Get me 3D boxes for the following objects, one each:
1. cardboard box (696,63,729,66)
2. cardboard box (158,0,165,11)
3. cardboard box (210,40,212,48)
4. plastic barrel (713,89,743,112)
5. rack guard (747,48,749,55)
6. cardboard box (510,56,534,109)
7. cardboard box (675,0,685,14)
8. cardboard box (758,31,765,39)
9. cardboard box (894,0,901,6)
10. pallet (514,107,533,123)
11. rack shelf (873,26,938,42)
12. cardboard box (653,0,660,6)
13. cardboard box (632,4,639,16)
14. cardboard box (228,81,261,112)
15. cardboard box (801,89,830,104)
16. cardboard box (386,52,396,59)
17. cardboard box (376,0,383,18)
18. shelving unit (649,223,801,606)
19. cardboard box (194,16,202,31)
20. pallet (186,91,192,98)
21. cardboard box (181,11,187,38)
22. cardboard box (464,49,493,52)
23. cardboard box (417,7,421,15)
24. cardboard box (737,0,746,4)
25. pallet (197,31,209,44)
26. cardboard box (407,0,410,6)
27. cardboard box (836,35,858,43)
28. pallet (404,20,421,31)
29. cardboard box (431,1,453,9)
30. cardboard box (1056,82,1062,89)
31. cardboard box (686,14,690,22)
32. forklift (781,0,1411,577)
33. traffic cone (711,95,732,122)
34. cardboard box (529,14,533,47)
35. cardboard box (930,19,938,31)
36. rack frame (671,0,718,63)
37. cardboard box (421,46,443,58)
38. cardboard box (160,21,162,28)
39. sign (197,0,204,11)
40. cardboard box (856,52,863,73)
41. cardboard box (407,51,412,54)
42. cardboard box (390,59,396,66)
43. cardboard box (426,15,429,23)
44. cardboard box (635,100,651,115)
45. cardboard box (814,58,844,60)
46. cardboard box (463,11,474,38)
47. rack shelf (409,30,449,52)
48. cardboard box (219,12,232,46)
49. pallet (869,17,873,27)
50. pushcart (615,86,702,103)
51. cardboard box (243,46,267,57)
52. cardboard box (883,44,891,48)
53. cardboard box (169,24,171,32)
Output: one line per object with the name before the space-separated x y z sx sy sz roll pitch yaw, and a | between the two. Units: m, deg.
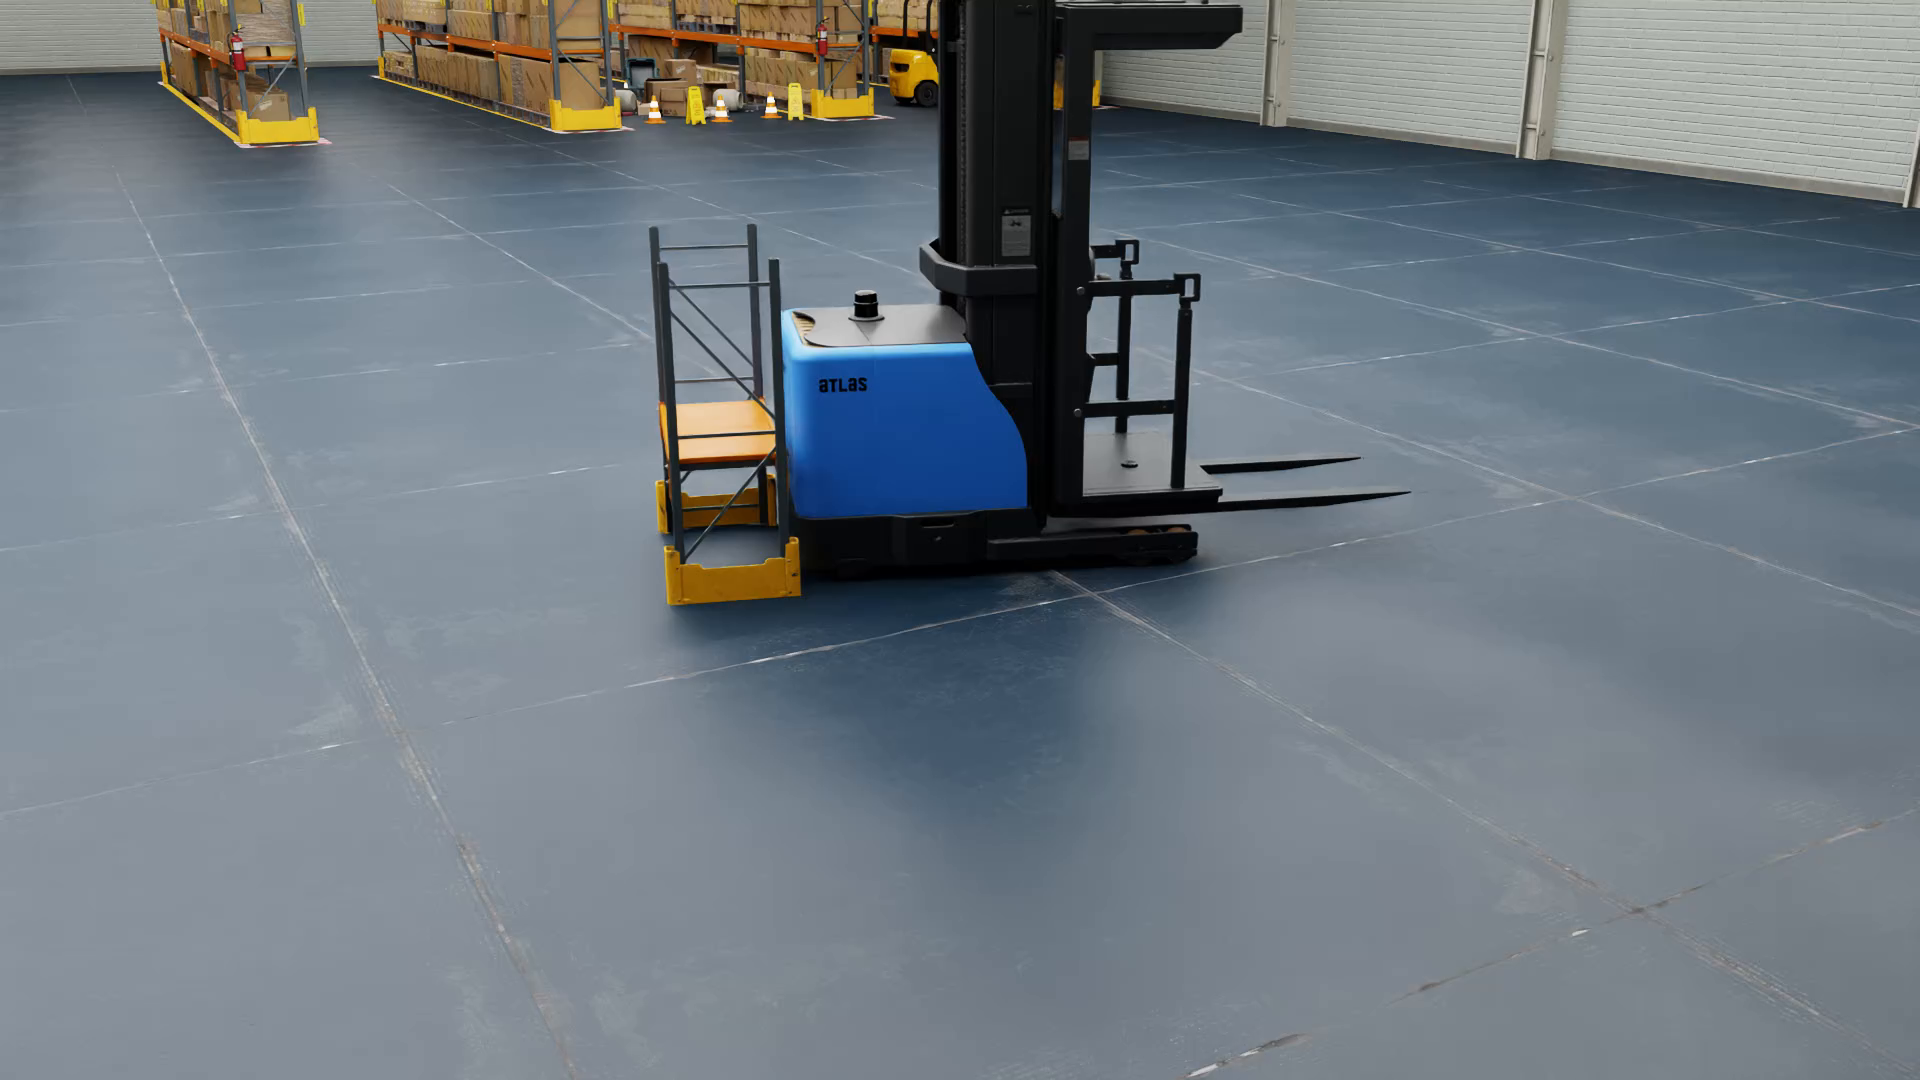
cardboard box | -5.693 -10.420 37.115 0.950 0.372 0.625 -12 22 -30
cardboard box | -17.994 -12.342 37.925 0.500 0.500 0.500 -11 22 -28
cardboard box | -12.938 -8.717 29.180 0.380 0.149 0.250 -10 21 -27
plastic barrel | -4.467 -8.471 32.033 0.512 0.421 0.421 4 19 11
rack guard | -5.349 -13.490 46.460 1.175 0.500 0.348 -10 21 -27
cardboard box | -7.693 -8.428 30.571 0.875 0.875 0.875 -10 21 -26
cardboard box | -5.943 -11.849 36.618 0.500 0.500 0.500 -11 22 -28
cardboard box | -3.781 -10.008 32.921 0.380 0.149 0.250 -9 21 -25
cardboard box | -1.287 -12.395 38.305 0.380 0.149 0.250 -10 21 -26
pallet | -7.486 -7.784 30.366 1.003 0.211 1.213 -10 21 -27
rack shelf | -0.637 -11.483 37.914 1.077 0.370 4.000 -10 21 -27
cardboard box | -6.680 -12.401 37.786 0.500 0.500 0.500 -10 21 -26
cardboard box | -7.403 -12.477 39.154 0.500 0.250 0.500 -10 21 -26
cardboard box | -12.620 -7.840 29.442 0.500 0.500 0.500 -11 22 -28
cardboard box | -2.786 -8.427 31.526 0.500 0.250 0.500 -10 21 -27
cardboard box | -13.867 -11.905 40.847 0.380 0.149 0.250 -10 21 -27
cardboard box | -14.090 -13.144 41.016 0.500 0.500 0.500 -9 21 -24
shelving unit | -1.106 -0.612 7.605 0.587 1.500 1.083 -4 19 -11
cardboard box | -14.081 -9.703 31.239 0.500 0.250 0.500 -11 22 -28
pallet | -16.141 -9.713 35.955 1.003 0.211 1.213 -10 21 -27
cardboard box | -15.358 -10.387 33.481 0.500 0.500 0.500 -10 22 -27
cardboard box | -10.376 -10.439 35.822 0.500 0.250 0.500 -11 22 -29
cardboard box | -11.634 -11.567 36.340 0.380 0.149 0.250 -10 22 -28
cardboard box | -4.035 -10.980 33.210 0.700 0.500 0.500 -10 22 -27
pallet | -13.698 -9.440 31.184 1.003 0.211 1.213 -10 21 -27
cardboard box | -12.121 -12.004 37.149 0.380 0.149 0.250 -10 21 -26
cardboard box | -2.133 -9.342 30.990 0.380 0.149 0.250 -10 21 -26
pallet | -11.926 -11.647 37.581 1.003 0.211 1.213 -10 21 -27
cardboard box | -10.898 -11.262 35.001 0.380 0.149 0.250 -11 22 -29
cardboard box | 1.711 -9.085 33.434 0.500 0.250 0.500 -10 21 -26
cardboard box | -5.768 -11.413 36.349 0.380 0.149 0.250 -12 22 -30
forklift | 0.663 -1.433 7.790 3.031 2.935 1.130 -3 19 -10
traffic cone | -4.309 -7.786 29.985 0.336 0.463 0.334 -10 21 -27
cardboard box | -7.114 -9.040 29.502 0.875 0.550 0.550 -10 21 -27
cardboard box | -0.400 -11.426 36.875 0.500 0.250 0.500 -10 21 -27
rack frame | -5.953 -11.627 37.229 1.000 3.000 0.127 -10 21 -27
cardboard box | -11.787 -10.946 37.293 0.500 0.250 0.500 -9 21 -25
cardboard box | -18.350 -11.970 38.608 0.380 0.149 0.250 -11 22 -28
sign | -13.262 -9.404 29.012 0.100 0.325 0.005 -10 21 -27
cardboard box | -2.205 -11.648 40.476 0.500 0.500 0.500 -10 22 -27
cardboard box | -13.517 -12.067 41.317 0.380 0.149 0.250 -10 21 -26
cardboard box | -13.737 -11.695 40.696 0.380 0.149 0.250 -9 21 -25
cardboard box | -11.254 -11.199 35.730 0.380 0.149 0.250 -10 22 -27
cardboard box | -5.925 -8.183 31.438 0.396 0.266 0.258 -6 20 -17
cardboard box | -2.558 -9.015 32.079 0.500 0.500 0.500 -11 22 -29
cardboard box | -9.568 -10.275 33.155 0.500 0.500 0.500 -10 22 -27
rack shelf | -11.211 -11.066 36.704 1.077 0.370 4.000 -10 21 -27
cardboard box | -11.456 -8.271 26.893 0.875 0.500 0.500 -10 21 -27
pallet | -1.970 -12.490 40.024 1.213 0.211 1.003 -10 21 -27
pushcart | -6.036 -8.872 33.264 0.936 0.377 1.648 16 25 39
cardboard box | -11.192 -7.727 26.311 0.380 0.149 0.250 -10 21 -27
cardboard box | -1.662 -11.999 40.501 0.380 0.149 0.250 -9 21 -25
cardboard box | -17.130 -11.233 36.471 0.380 0.149 0.250 -10 21 -26
